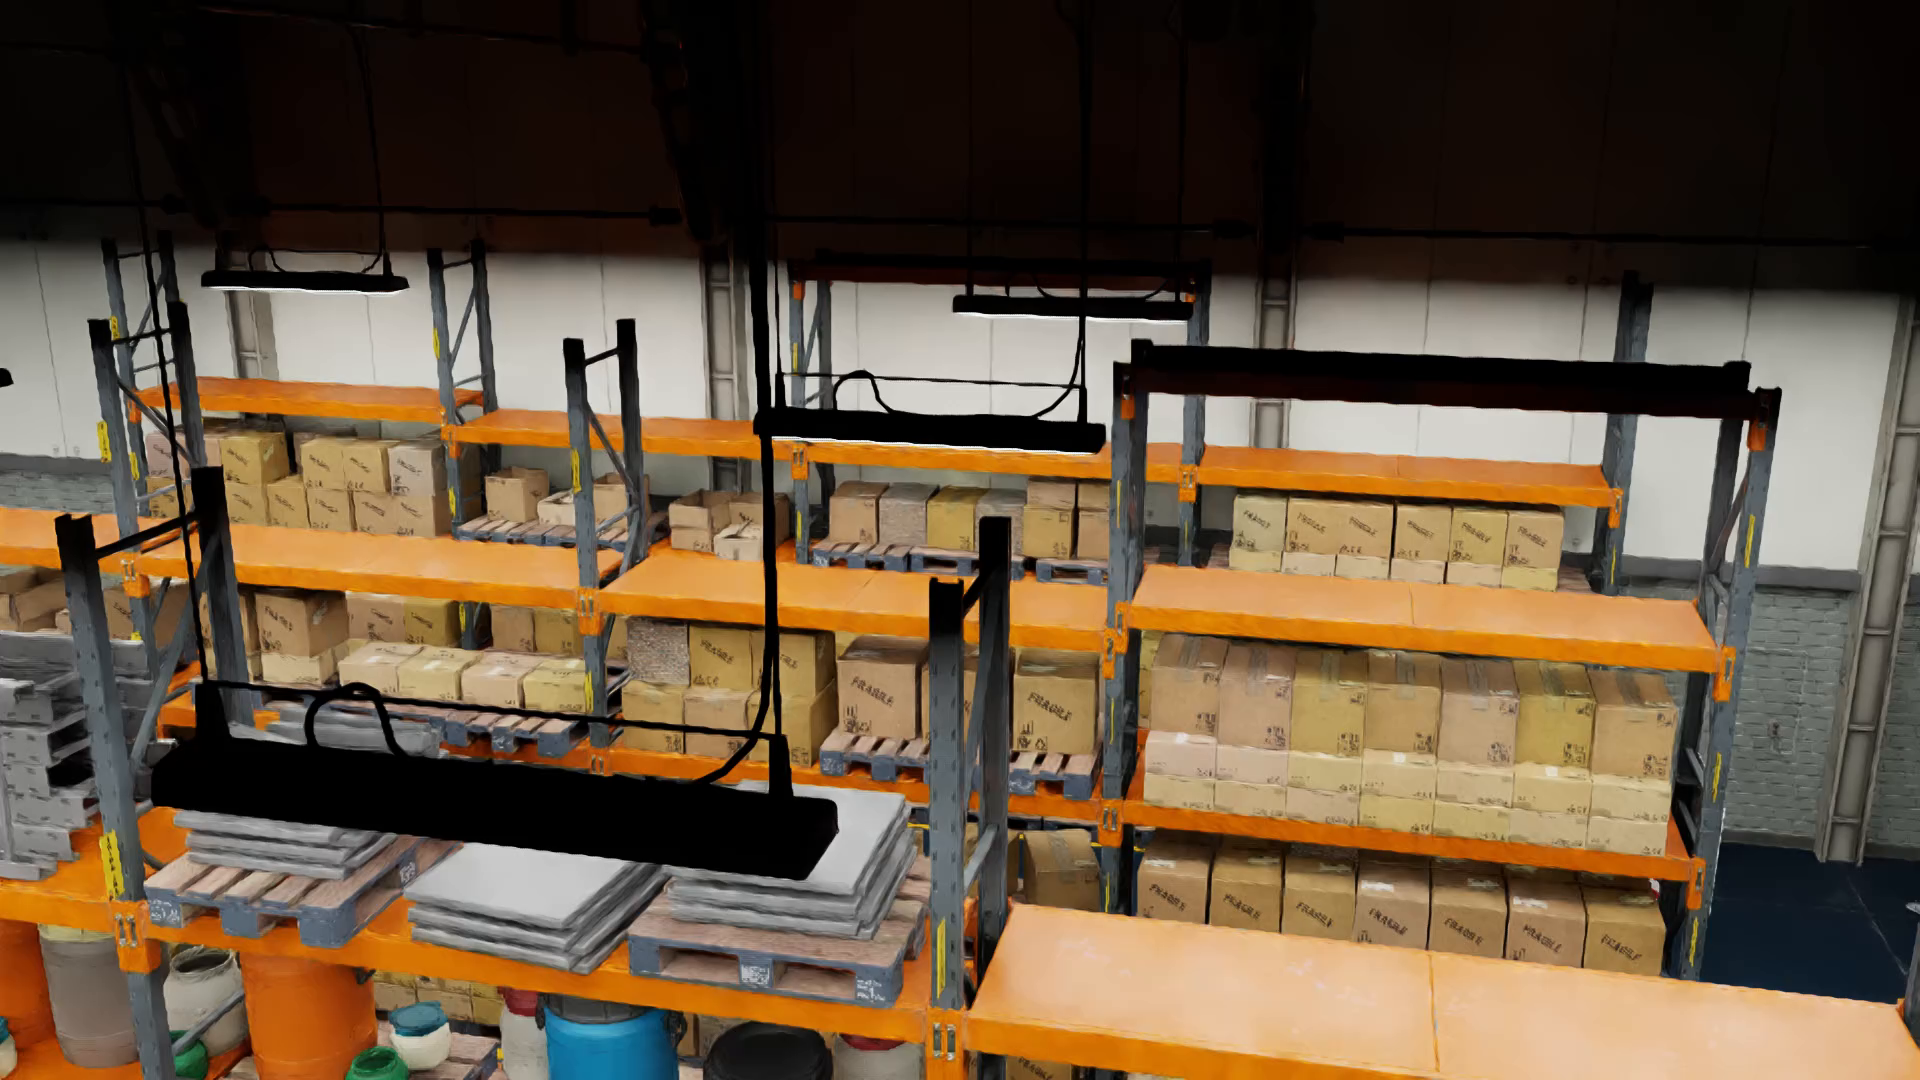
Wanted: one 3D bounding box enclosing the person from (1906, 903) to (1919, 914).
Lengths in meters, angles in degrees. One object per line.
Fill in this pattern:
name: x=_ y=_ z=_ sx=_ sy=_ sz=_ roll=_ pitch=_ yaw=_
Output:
person: x=9.241 y=2.872 z=15.509 sx=0.528 sy=1.721 sz=0.737 roll=-9 pitch=19 yaw=-29
